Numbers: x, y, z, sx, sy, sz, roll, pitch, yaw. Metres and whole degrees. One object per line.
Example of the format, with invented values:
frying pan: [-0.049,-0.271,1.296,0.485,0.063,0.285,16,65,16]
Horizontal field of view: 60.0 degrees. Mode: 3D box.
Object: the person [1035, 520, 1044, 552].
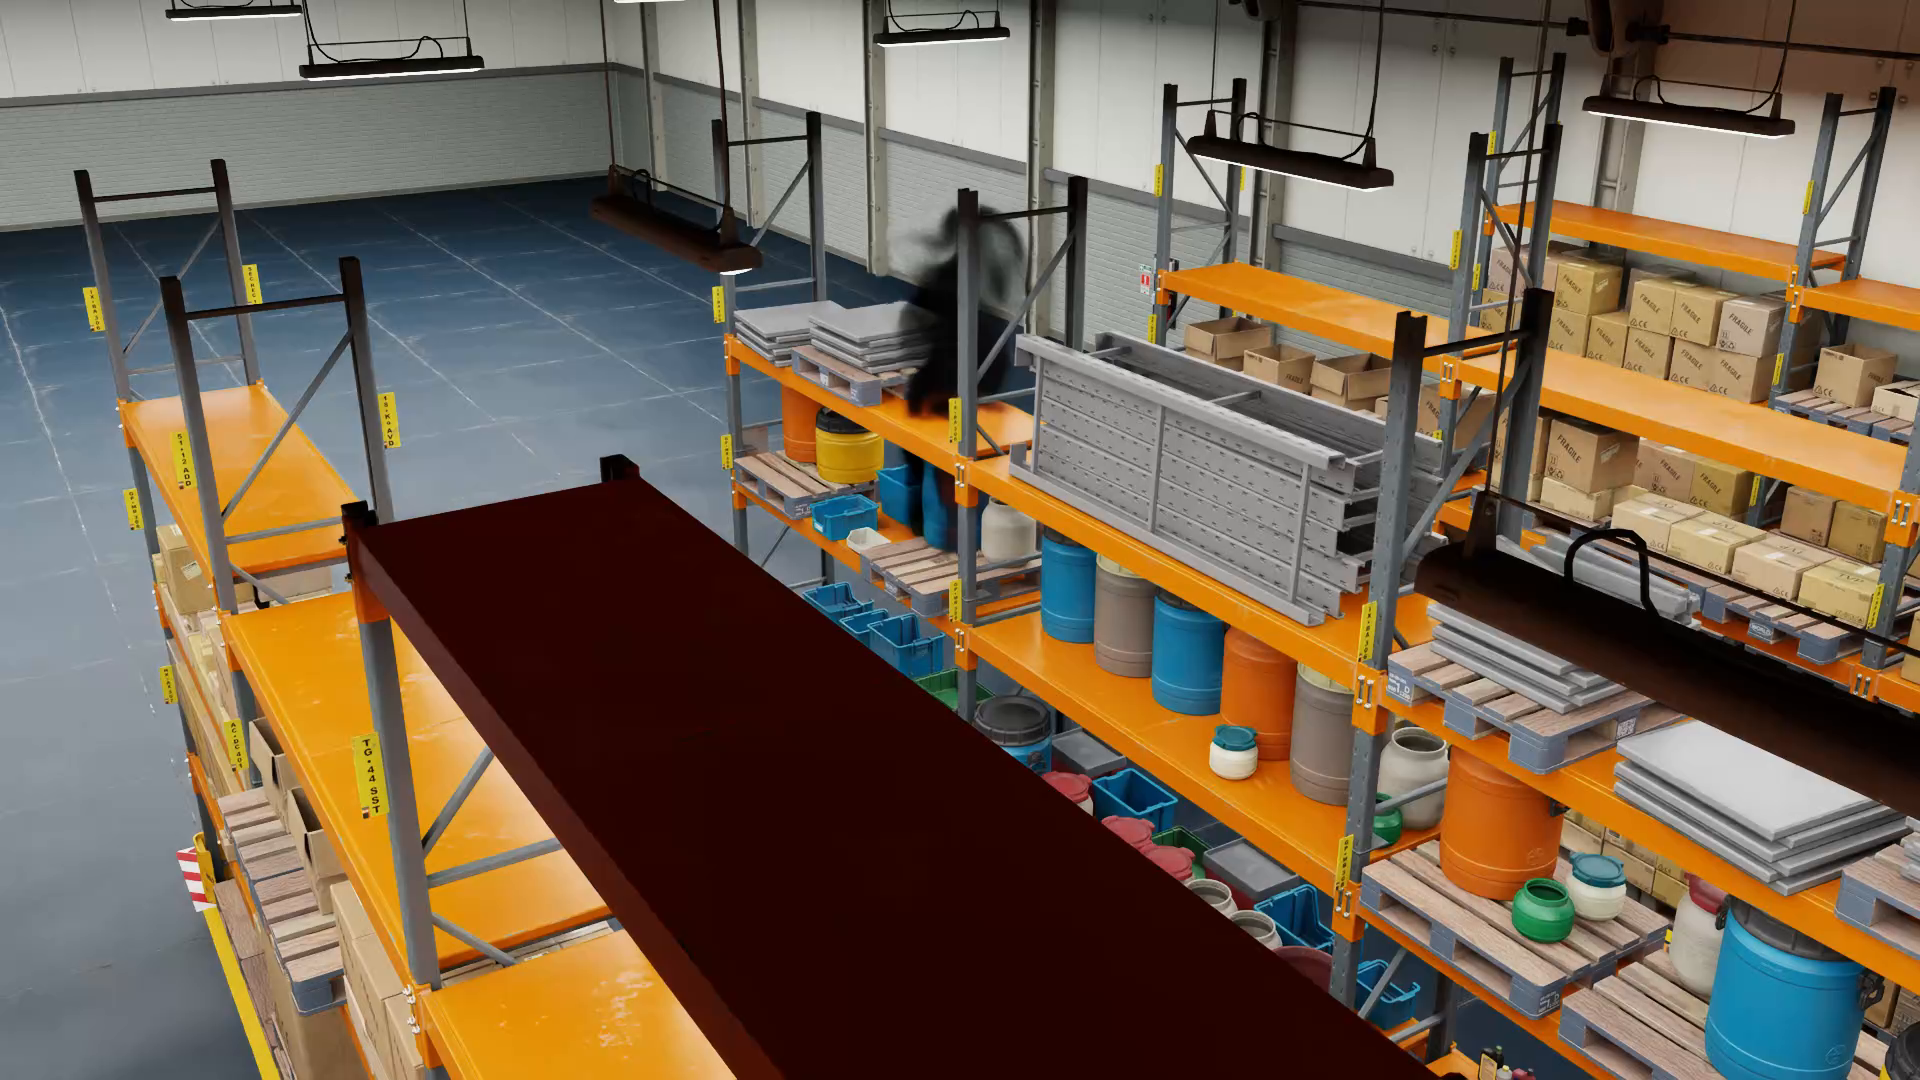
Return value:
person: [0.863,-0.198,19.773,0.622,1.613,0.569,-2,22,-5]
